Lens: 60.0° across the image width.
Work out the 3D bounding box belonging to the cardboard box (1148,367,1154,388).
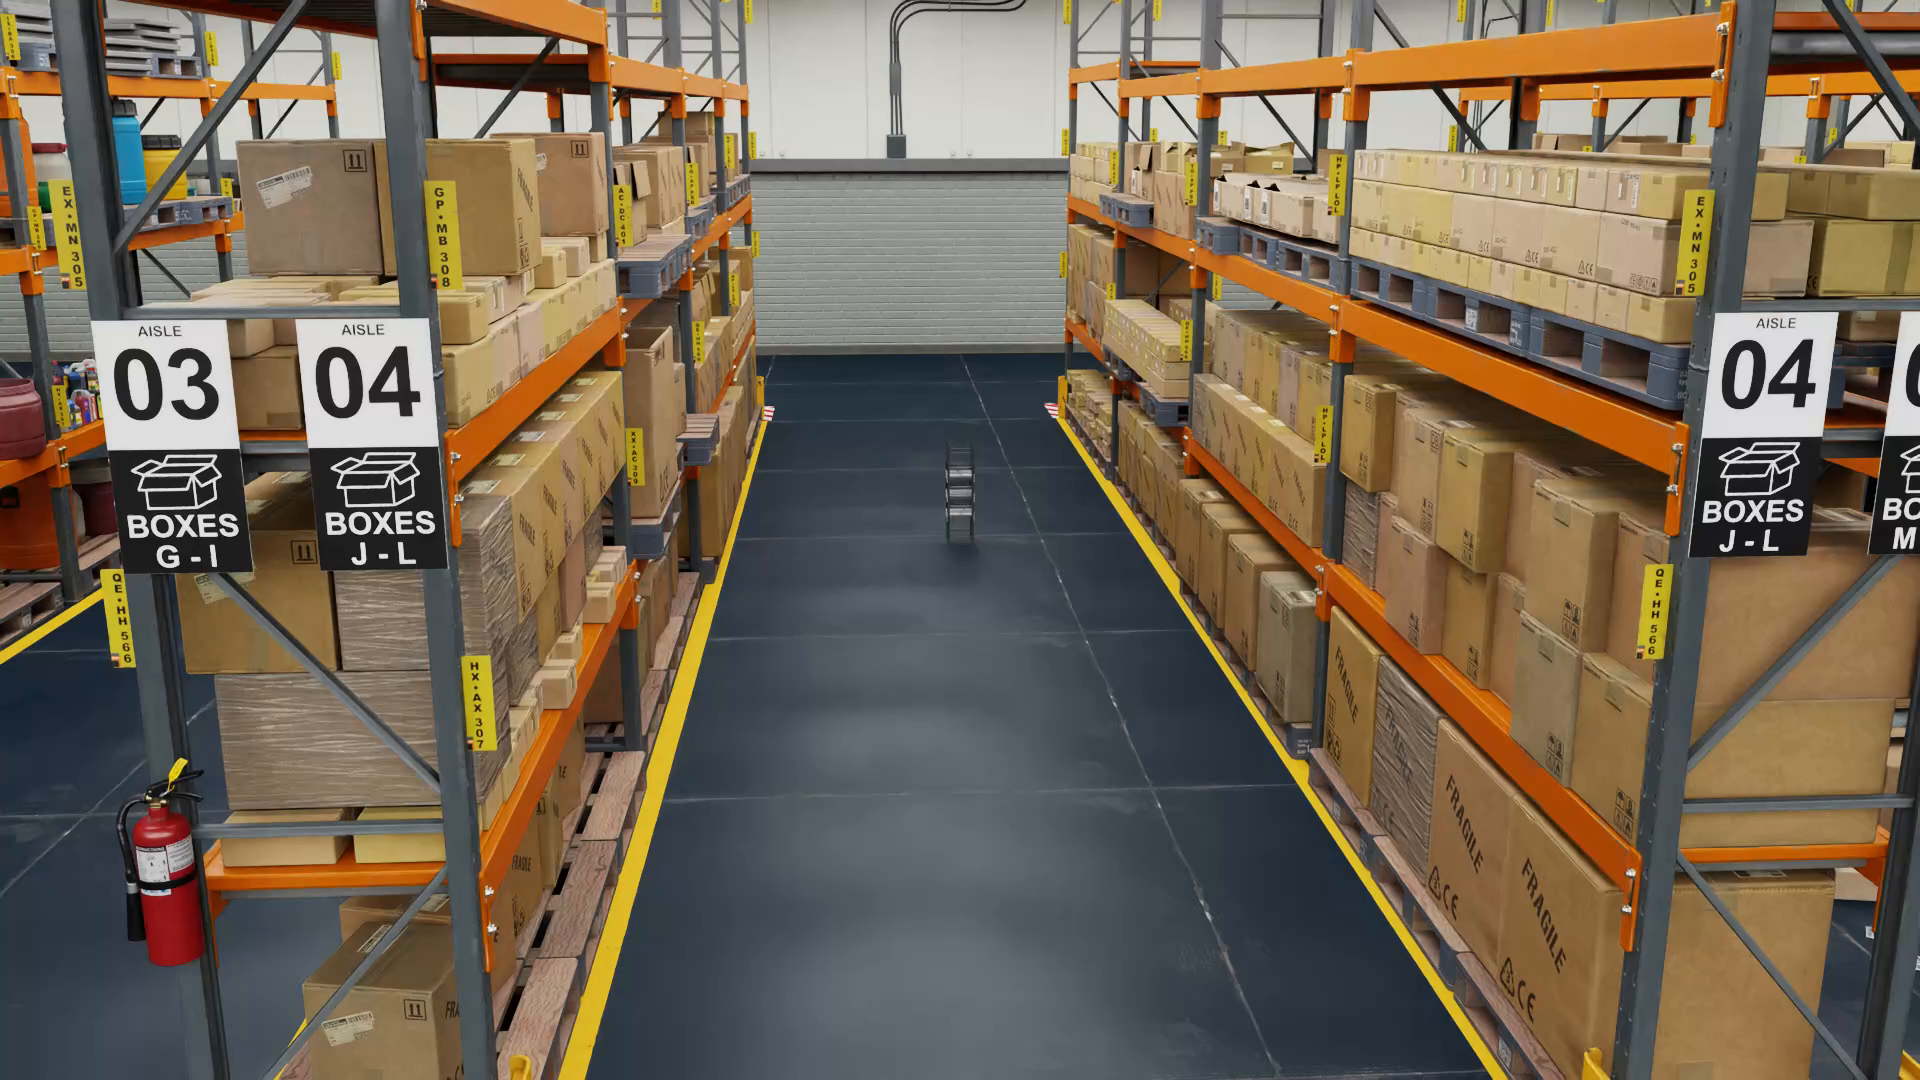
[{"bbox_3d":[1.829,-1.403,14.346,0.380,0.149,0.250,-1,14,-2],"label":"cardboard box"}]

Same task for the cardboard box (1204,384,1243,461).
[{"bbox_3d":[2.141,-0.886,12.475,0.500,0.500,0.500,-1,14,-4],"label":"cardboard box"}]

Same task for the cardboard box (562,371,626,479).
[{"bbox_3d":[-2.058,-0.603,8.770,0.500,0.500,0.500,-1,14,-3],"label":"cardboard box"}]

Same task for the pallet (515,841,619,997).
[{"bbox_3d":[-2.205,1.787,7.881,1.003,0.211,1.213,-1,14,-3],"label":"pallet"}]

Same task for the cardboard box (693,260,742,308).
[{"bbox_3d":[-2.690,-2.833,18.441,0.500,0.500,0.500,-1,14,-5],"label":"cardboard box"}]

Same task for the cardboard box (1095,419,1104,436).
[{"bbox_3d":[1.701,-1.249,18.365,0.380,0.149,0.250,-1,14,-5],"label":"cardboard box"}]

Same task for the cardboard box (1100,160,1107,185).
[{"bbox_3d":[1.798,-3.938,17.812,0.500,0.250,0.500,-1,15,-6],"label":"cardboard box"}]

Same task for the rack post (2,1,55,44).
[{"bbox_3d":[-7.637,-4.001,12.891,0.954,0.300,0.937,-1,14,-3],"label":"rack post"}]

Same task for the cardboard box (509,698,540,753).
[{"bbox_3d":[-1.934,0.759,6.785,0.380,0.149,0.250,-1,14,-3],"label":"cardboard box"}]

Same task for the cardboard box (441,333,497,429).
[{"bbox_3d":[-1.884,-0.543,5.622,0.500,0.250,0.500,0,14,-2],"label":"cardboard box"}]

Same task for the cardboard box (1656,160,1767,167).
[{"bbox_3d":[3.064,-1.464,6.760,0.380,0.149,0.250,-1,14,-4],"label":"cardboard box"}]

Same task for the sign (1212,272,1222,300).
[{"bbox_3d":[2.655,-2.645,17.188,0.100,0.325,0.005,-1,14,-3],"label":"sign"}]

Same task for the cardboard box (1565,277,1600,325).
[{"bbox_3d":[2.454,-0.877,6.082,0.380,0.149,0.250,-1,14,-3],"label":"cardboard box"}]

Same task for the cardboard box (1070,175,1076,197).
[{"bbox_3d":[1.626,-4.334,20.357,0.500,0.250,0.500,0,14,-1],"label":"cardboard box"}]

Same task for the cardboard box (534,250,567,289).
[{"bbox_3d":[-1.965,-1.203,7.387,0.380,0.149,0.250,0,14,-1],"label":"cardboard box"}]

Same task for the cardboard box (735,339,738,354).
[{"bbox_3d":[-2.559,-2.046,17.686,0.380,0.149,0.250,-1,14,-5],"label":"cardboard box"}]

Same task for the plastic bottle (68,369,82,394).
[{"bbox_3d":[-7.943,-1.400,14.931,0.097,0.271,0.097,0,14,0],"label":"plastic bottle"}]

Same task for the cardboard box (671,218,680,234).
[{"bbox_3d":[-2.290,-2.171,11.950,0.500,0.250,0.500,-1,14,-4],"label":"cardboard box"}]

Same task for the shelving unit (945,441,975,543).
[{"bbox_3d":[0.000,-0.438,15.146,0.258,0.900,0.210,-1,14,-3],"label":"shelving unit"}]

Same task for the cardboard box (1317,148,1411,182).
[{"bbox_3d":[2.736,-2.405,11.314,0.500,0.500,0.500,-1,14,-3],"label":"cardboard box"}]

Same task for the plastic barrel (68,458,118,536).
[{"bbox_3d":[-7.669,-0.390,14.743,0.600,0.588,0.708,-1,14,-3],"label":"plastic barrel"}]

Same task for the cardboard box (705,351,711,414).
[{"bbox_3d":[-2.401,-1.331,14.201,0.500,0.500,0.500,-1,14,-5],"label":"cardboard box"}]

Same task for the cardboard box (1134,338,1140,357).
[{"bbox_3d":[1.782,-1.743,15.068,0.380,0.149,0.250,-1,14,-2],"label":"cardboard box"}]

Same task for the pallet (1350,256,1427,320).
[{"bbox_3d":[2.637,-1.292,8.408,1.003,0.211,1.213,-1,14,-3],"label":"pallet"}]

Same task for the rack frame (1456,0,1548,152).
[{"bbox_3d":[6.787,-6.077,20.809,1.000,3.000,0.127,-1,14,-3],"label":"rack frame"}]

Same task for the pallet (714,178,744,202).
[{"bbox_3d":[-2.969,-3.940,18.700,1.003,0.211,1.213,-1,14,-3],"label":"pallet"}]

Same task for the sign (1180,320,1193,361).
[{"bbox_3d":[1.808,-1.592,13.253,0.100,0.325,0.005,-1,14,-3],"label":"sign"}]

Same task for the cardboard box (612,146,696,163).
[{"bbox_3d":[-2.756,-3.243,14.763,0.797,0.503,0.637,-1,14,-4],"label":"cardboard box"}]

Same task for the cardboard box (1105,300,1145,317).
[{"bbox_3d":[1.666,-2.340,16.792,0.380,0.149,0.250,0,14,-1],"label":"cardboard box"}]

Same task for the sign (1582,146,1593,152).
[{"bbox_3d":[6.481,-3.909,17.207,0.100,0.325,0.005,-1,14,-3],"label":"sign"}]

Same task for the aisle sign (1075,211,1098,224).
[{"bbox_3d":[1.549,-4.342,20.890,0.394,0.787,0.004,-1,14,-3],"label":"aisle sign"}]

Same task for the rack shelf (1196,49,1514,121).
[{"bbox_3d":[2.473,-2.946,10.888,1.077,0.370,4.000,-1,14,-3],"label":"rack shelf"}]

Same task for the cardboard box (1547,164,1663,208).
[{"bbox_3d":[2.437,-1.328,6.234,0.380,0.149,0.250,-1,14,-2],"label":"cardboard box"}]

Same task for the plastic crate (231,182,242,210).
[{"bbox_3d":[-7.603,-3.650,17.658,0.497,0.269,0.590,-1,14,-3],"label":"plastic crate"}]

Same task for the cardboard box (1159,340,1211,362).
[{"bbox_3d":[1.861,-1.565,13.780,0.380,0.149,0.250,-1,15,-6],"label":"cardboard box"}]

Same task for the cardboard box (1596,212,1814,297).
[{"bbox_3d":[2.535,-0.984,5.695,0.500,0.250,0.500,-1,14,-3],"label":"cardboard box"}]

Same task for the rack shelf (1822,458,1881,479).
[{"bbox_3d":[7.407,-0.336,11.980,1.077,0.370,4.000,-1,14,-3],"label":"rack shelf"}]

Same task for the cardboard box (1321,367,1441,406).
[{"bbox_3d":[2.560,-0.742,9.905,0.700,0.500,0.500,-1,14,-4],"label":"cardboard box"}]

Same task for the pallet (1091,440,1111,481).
[{"bbox_3d":[2.024,-0.891,18.290,1.003,0.211,1.213,-1,14,-3],"label":"pallet"}]

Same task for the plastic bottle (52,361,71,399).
[{"bbox_3d":[-8.061,-1.426,14.872,0.144,0.351,0.185,-1,14,-3],"label":"plastic bottle"}]

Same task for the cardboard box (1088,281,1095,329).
[{"bbox_3d":[1.728,-2.636,18.679,0.500,0.500,0.500,-1,14,-4],"label":"cardboard box"}]

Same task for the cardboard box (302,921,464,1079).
[{"bbox_3d":[-2.134,1.812,6.360,0.500,0.500,0.500,2,15,7],"label":"cardboard box"}]

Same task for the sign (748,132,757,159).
[{"bbox_3d":[-2.561,-4.867,20.507,0.100,0.325,0.005,-1,14,-3],"label":"sign"}]

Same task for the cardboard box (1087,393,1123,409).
[{"bbox_3d":[1.665,-1.594,19.109,0.380,0.149,0.250,-1,14,-5],"label":"cardboard box"}]

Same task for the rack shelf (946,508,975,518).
[{"bbox_3d":[0.000,-0.231,15.199,0.258,0.077,0.200,-1,14,-3],"label":"rack shelf"}]

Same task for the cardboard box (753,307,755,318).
[{"bbox_3d":[-2.753,-2.813,20.669,0.380,0.149,0.250,-1,14,-2],"label":"cardboard box"}]

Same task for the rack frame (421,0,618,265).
[{"bbox_3d":[-2.360,-2.939,8.615,1.000,3.000,0.127,-1,14,-3],"label":"rack frame"}]

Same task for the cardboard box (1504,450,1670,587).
[{"bbox_3d":[2.835,-0.056,6.979,0.875,0.550,0.550,-1,14,-3],"label":"cardboard box"}]

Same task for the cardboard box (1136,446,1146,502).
[{"bbox_3d":[1.962,-0.618,15.807,0.500,0.500,0.500,-1,14,-2],"label":"cardboard box"}]

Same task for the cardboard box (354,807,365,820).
[{"bbox_3d":[-2.351,0.953,6.032,0.380,0.149,0.250,-1,14,-3],"label":"cardboard box"}]

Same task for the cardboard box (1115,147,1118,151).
[{"bbox_3d":[1.808,-3.964,17.114,0.380,0.149,0.250,-2,15,-6],"label":"cardboard box"}]

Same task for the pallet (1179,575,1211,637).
[{"bbox_3d":[2.322,0.467,13.010,1.003,0.211,1.213,-1,14,-3],"label":"pallet"}]

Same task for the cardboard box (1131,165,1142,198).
[{"bbox_3d":[1.946,-3.466,16.017,0.500,0.311,0.500,-1,14,-4],"label":"cardboard box"}]

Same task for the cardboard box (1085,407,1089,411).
[{"bbox_3d":[1.704,-1.505,19.957,0.380,0.149,0.250,-1,14,-3],"label":"cardboard box"}]

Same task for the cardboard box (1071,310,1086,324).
[{"bbox_3d":[1.566,-2.732,20.353,0.380,0.149,0.250,-1,14,-5],"label":"cardboard box"}]

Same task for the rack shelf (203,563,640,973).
[{"bbox_3d":[-2.236,0.812,7.519,1.077,0.370,4.000,-1,14,-3],"label":"rack shelf"}]
